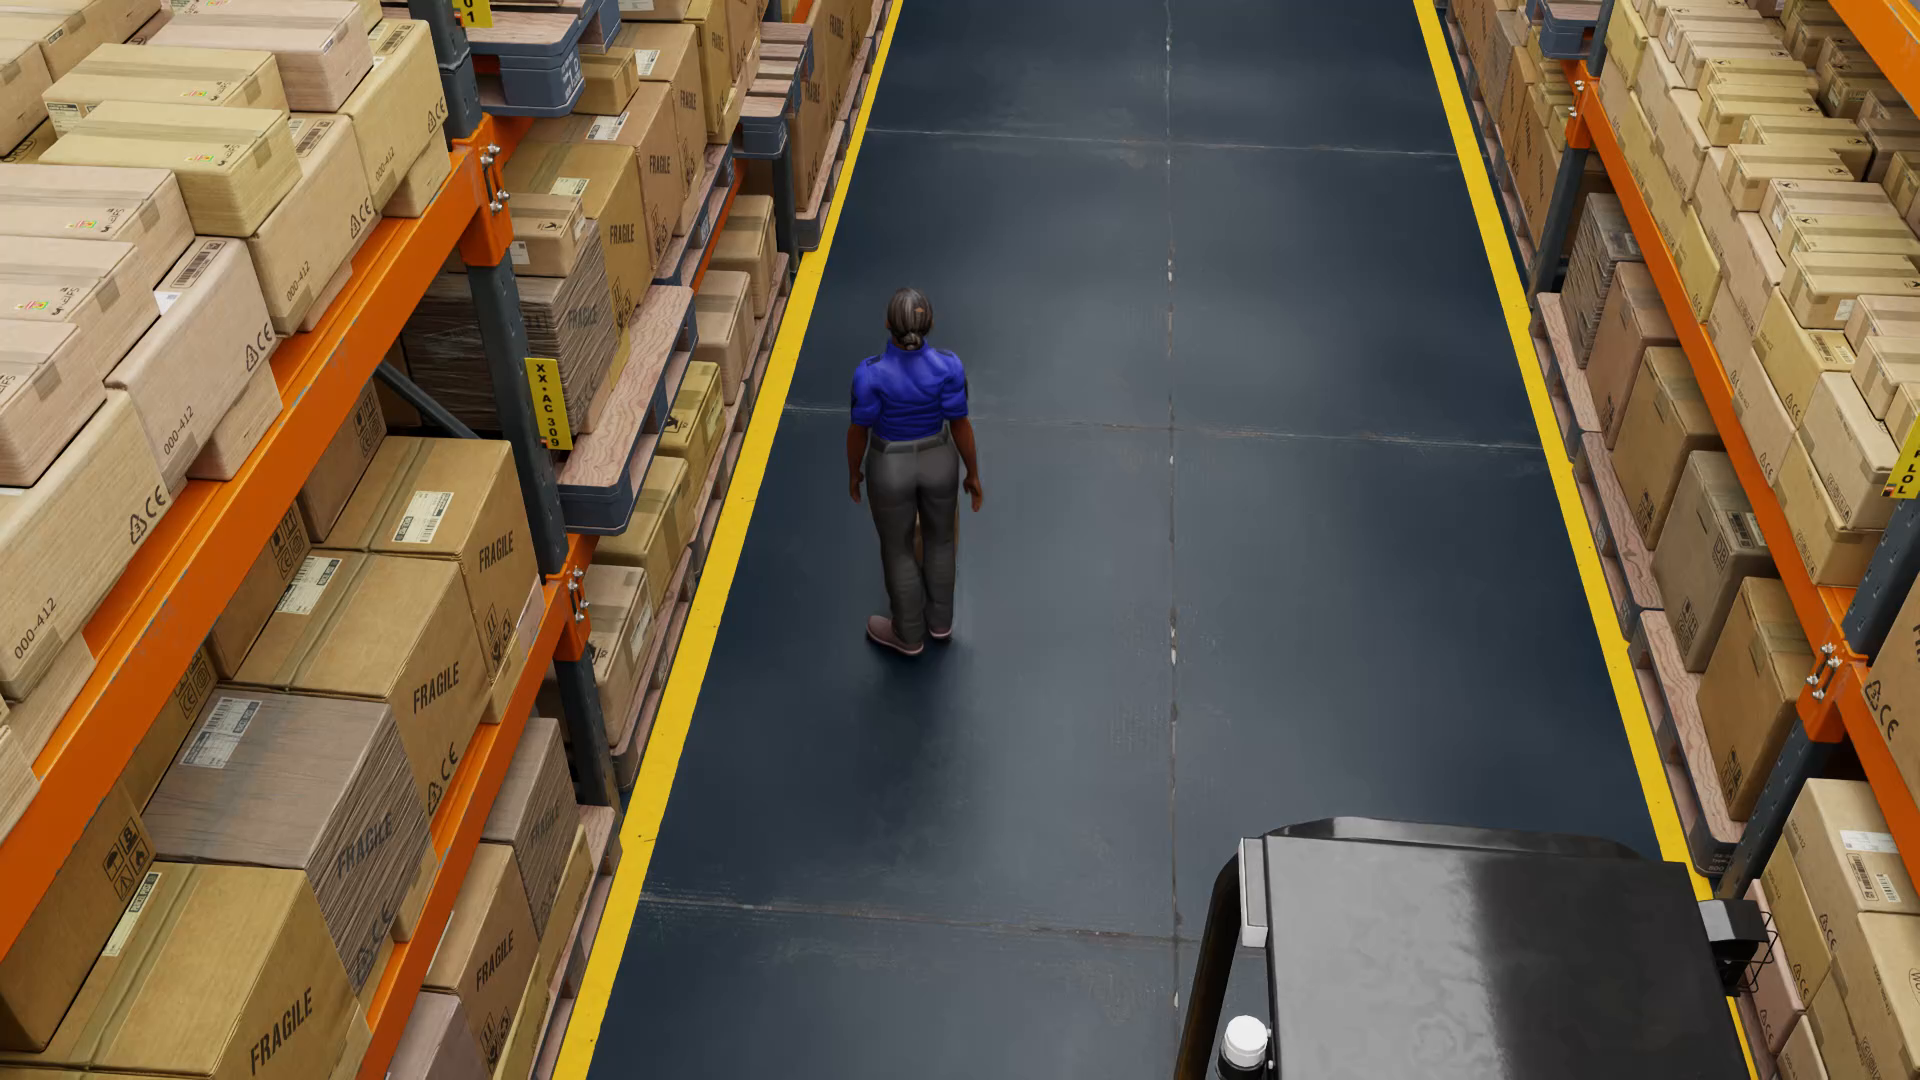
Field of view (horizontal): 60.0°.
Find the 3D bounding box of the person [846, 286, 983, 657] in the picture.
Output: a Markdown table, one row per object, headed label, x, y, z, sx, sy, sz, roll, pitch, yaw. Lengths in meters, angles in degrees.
| label | x | y | z | sx | sy | sz | roll | pitch | yaw |
| --- | --- | --- | --- | --- | --- | --- | --- | --- | --- |
| person | -0.180 | -0.259 | 6.444 | 0.505 | 1.659 | 0.371 | -9 | 41 | -10 |
